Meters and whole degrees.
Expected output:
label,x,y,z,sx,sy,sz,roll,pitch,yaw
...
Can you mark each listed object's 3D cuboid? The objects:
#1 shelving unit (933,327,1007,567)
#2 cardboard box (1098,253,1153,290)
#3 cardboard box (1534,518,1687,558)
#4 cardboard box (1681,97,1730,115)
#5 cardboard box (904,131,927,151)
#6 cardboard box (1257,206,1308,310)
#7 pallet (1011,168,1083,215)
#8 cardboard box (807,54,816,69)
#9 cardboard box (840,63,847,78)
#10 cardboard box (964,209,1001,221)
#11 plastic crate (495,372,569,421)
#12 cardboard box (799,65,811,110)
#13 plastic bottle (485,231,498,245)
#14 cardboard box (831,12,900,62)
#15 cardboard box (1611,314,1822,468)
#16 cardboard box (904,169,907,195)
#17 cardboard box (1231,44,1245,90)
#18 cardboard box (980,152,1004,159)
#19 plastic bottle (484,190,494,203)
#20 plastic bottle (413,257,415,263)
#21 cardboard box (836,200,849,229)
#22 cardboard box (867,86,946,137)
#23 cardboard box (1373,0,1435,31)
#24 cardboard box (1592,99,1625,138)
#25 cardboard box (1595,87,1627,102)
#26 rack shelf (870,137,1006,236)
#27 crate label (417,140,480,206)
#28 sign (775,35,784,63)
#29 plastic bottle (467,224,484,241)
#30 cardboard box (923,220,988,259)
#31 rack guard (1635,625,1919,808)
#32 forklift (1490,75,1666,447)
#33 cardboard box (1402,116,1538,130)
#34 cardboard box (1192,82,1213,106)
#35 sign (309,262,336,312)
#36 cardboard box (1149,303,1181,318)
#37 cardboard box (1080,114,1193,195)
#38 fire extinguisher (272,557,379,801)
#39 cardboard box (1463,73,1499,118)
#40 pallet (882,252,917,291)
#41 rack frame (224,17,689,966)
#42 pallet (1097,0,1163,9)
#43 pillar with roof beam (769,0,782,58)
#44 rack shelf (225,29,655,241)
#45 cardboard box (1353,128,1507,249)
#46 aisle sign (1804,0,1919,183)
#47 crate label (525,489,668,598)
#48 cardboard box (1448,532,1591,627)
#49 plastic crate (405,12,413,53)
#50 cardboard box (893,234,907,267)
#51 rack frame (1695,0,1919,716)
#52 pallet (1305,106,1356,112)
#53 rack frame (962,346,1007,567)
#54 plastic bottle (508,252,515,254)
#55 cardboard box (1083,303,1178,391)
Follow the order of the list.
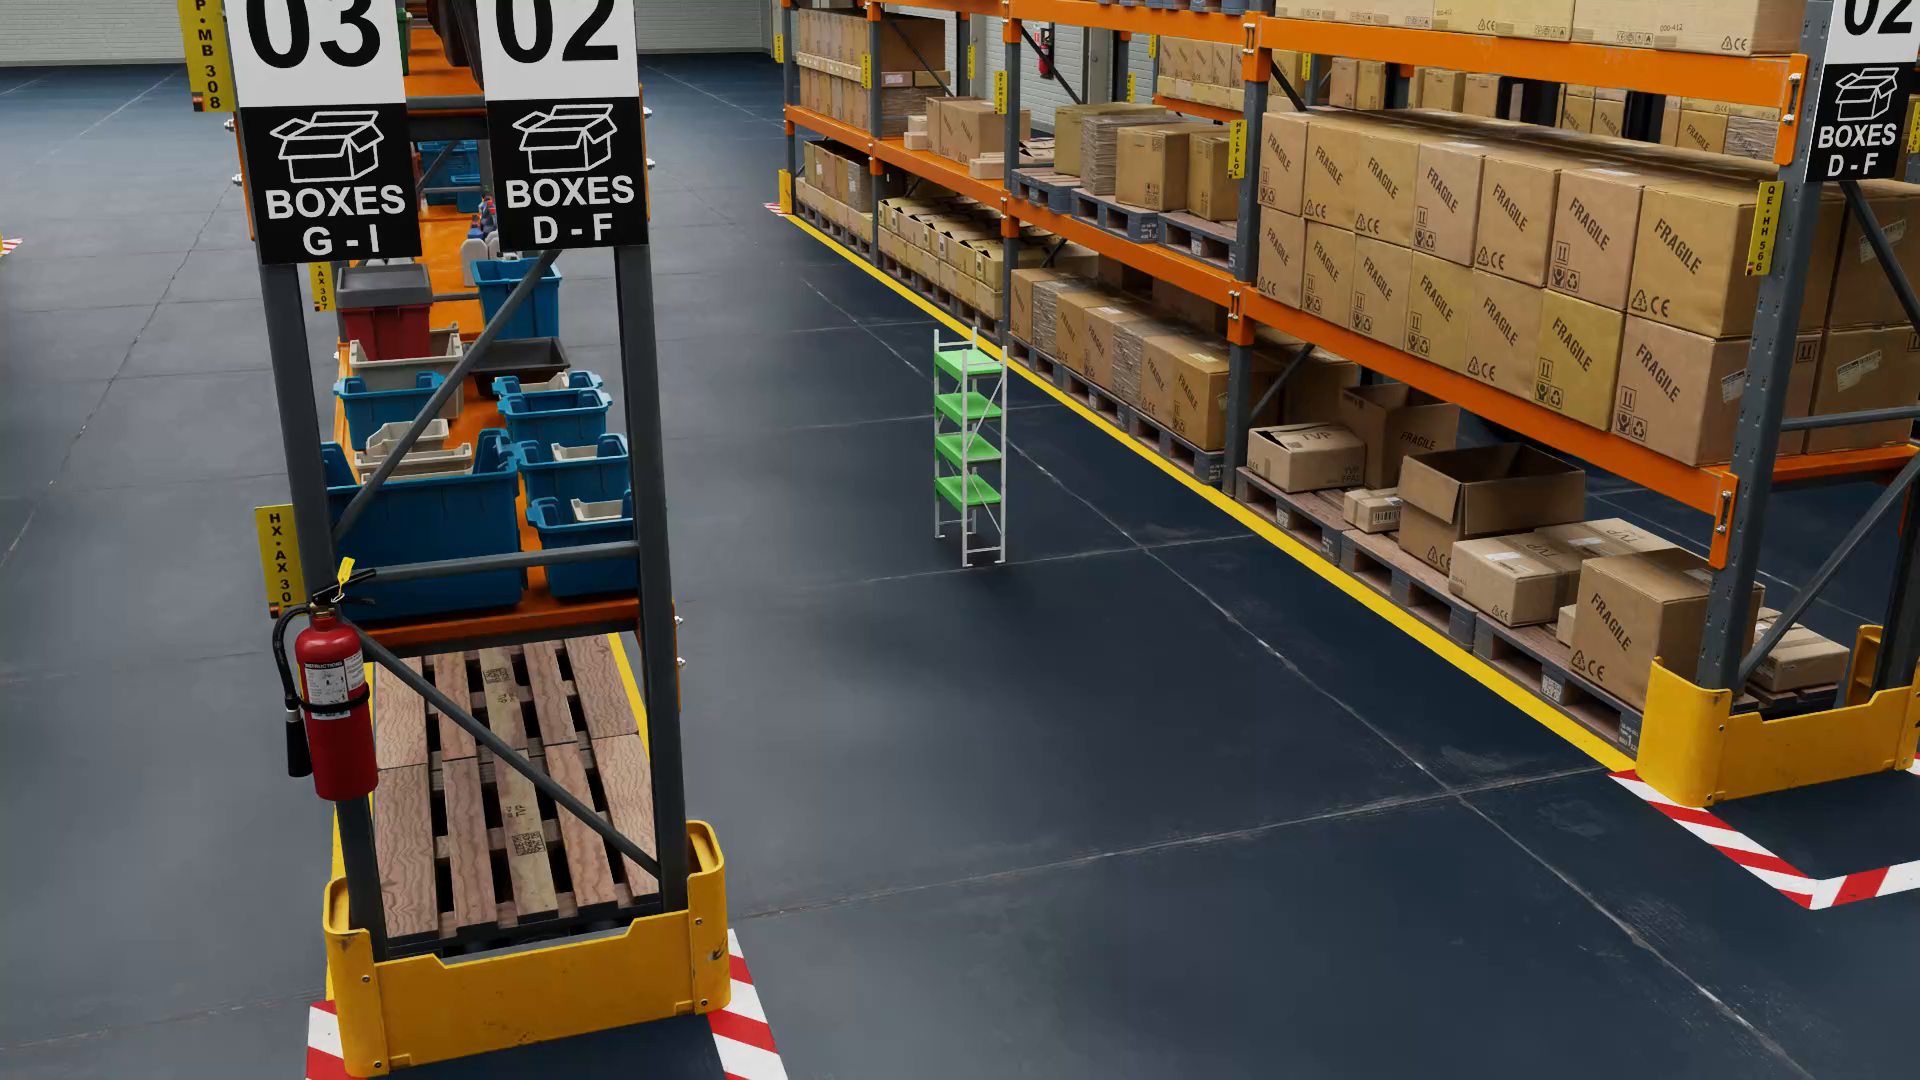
label,x,y,z,sx,sy,sz,roll,pitch,yaw
shelving unit,0.052,-0.512,9.066,0.258,1.200,0.503,-6,21,-17
cardboard box,1.383,-2.109,12.788,0.500,0.250,0.500,-6,20,-15
cardboard box,3.143,0.111,8.088,0.500,0.250,0.500,-6,21,-17
cardboard box,5.941,-3.426,12.792,0.500,0.250,0.500,-7,21,-18
cardboard box,-0.328,-3.877,16.146,0.380,0.149,0.250,-6,21,-17
cardboard box,2.003,-1.589,9.255,0.500,0.500,0.500,-6,21,-16
pallet,1.124,-2.718,12.830,1.213,0.211,1.003,-6,21,-17
cardboard box,-1.588,-5.624,19.530,0.380,0.149,0.250,-6,21,-17
cardboard box,-1.099,-5.126,18.144,0.380,0.149,0.250,-6,21,-16
cardboard box,0.311,-3.043,16.068,0.500,0.311,0.500,-6,21,-17
plastic crate,-1.769,-0.587,6.914,0.293,0.136,0.466,-6,21,-17
cardboard box,-1.535,-5.481,20.092,0.700,0.500,0.500,-6,21,-17
plastic bottle,-2.749,-1.712,9.928,0.152,0.276,0.135,-6,21,-17
cardboard box,-1.031,-5.584,18.459,0.700,0.500,0.500,-6,21,-17
cardboard box,2.960,-0.613,6.537,0.500,0.500,0.500,-6,21,-16
cardboard box,-0.426,-3.900,18.174,0.500,0.500,0.500,-6,21,-17
cardboard box,3.536,-5.562,19.548,0.500,0.500,0.500,-7,21,-19
cardboard box,0.390,-3.303,14.547,0.380,0.149,0.250,-5,20,-13
plastic bottle,-3.254,-2.280,11.498,0.061,0.283,0.133,-6,21,-17
plastic bottle,-3.445,-1.859,10.228,0.144,0.351,0.185,-6,21,-17
cardboard box,-1.085,-3.651,18.591,0.500,0.250,0.500,-6,21,-17
cardboard box,-0.558,-4.491,17.333,0.700,0.500,0.500,-7,21,-19
cardboard box,2.329,-2.572,7.924,0.500,0.250,0.500,-6,21,-17
cardboard box,5.612,-3.390,13.800,0.500,0.500,0.500,-6,21,-15
cardboard box,5.614,-3.750,13.691,0.500,0.250,0.500,-7,21,-18
rack shelf,0.216,-3.321,15.290,1.077,0.370,4.000,-6,21,-17
crate label,-3.914,-2.857,12.882,0.502,0.435,0.616,-6,21,-17
sign,-2.199,-5.973,20.211,0.100,0.325,0.005,-6,21,-17
plastic bottle,-2.958,-1.797,10.172,0.097,0.271,0.097,0,20,0
cardboard box,-0.035,-2.817,15.439,0.500,0.311,0.500,-6,21,-16
rack guard,3.335,0.701,6.725,1.175,0.500,0.348,-6,21,-17
forklift,4.230,-2.436,11.863,1.130,2.935,3.031,0,20,0
cardboard box,2.670,-1.953,8.790,0.500,0.500,0.500,-7,21,-18
cardboard box,3.215,-5.532,20.574,0.500,0.250,0.500,-7,21,-18
sign,-3.124,-1.282,8.138,0.100,0.325,0.005,-6,21,-17
cardboard box,1.695,-1.440,12.034,0.500,0.500,0.500,-7,21,-19
cardboard box,1.256,-2.759,11.891,0.700,0.500,0.500,-3,20,-7
fire extinguisher,-1.728,0.383,4.579,0.296,0.674,0.183,-6,21,-17
cardboard box,5.187,-4.126,15.668,0.700,0.500,0.500,-8,21,-22
pallet,-0.144,-2.757,16.780,1.003,0.211,1.213,-6,21,-17
rack frame,-1.344,0.074,4.773,1.000,3.000,0.127,-6,21,-17
pallet,1.635,-3.607,10.862,1.213,0.211,1.003,-6,21,-17
pillar with roof beam,-9.443,-17.973,46.144,9.100,9.000,0.400,-6,21,-17
rack shelf,-1.973,-1.641,6.174,1.077,0.370,4.000,-6,21,-17
cardboard box,2.307,-1.740,8.198,0.500,0.500,0.500,-7,21,-19
aisle sign,3.090,-1.620,5.643,0.394,0.787,0.004,-6,21,-17
crate label,-1.109,0.011,5.109,0.416,0.233,0.303,-6,21,-17
cardboard box,2.684,0.180,7.895,0.500,0.250,0.500,-6,21,-17
plastic crate,-2.229,-1.850,6.083,0.437,0.136,0.530,-6,21,-17
cardboard box,-0.362,-2.885,16.459,0.500,0.250,0.500,-6,21,-16
rack frame,3.359,-0.451,6.234,1.000,3.000,0.127,-6,21,-17
pallet,4.391,-4.478,17.731,1.003,0.211,1.213,-6,21,-17
rack frame,0.129,-0.433,8.848,0.240,1.200,0.015,-6,21,-17
plastic bottle,-2.511,-1.495,9.333,0.097,0.271,0.097,0,20,0
cardboard box,1.208,-1.377,11.858,0.500,0.500,0.500,-7,21,-19
